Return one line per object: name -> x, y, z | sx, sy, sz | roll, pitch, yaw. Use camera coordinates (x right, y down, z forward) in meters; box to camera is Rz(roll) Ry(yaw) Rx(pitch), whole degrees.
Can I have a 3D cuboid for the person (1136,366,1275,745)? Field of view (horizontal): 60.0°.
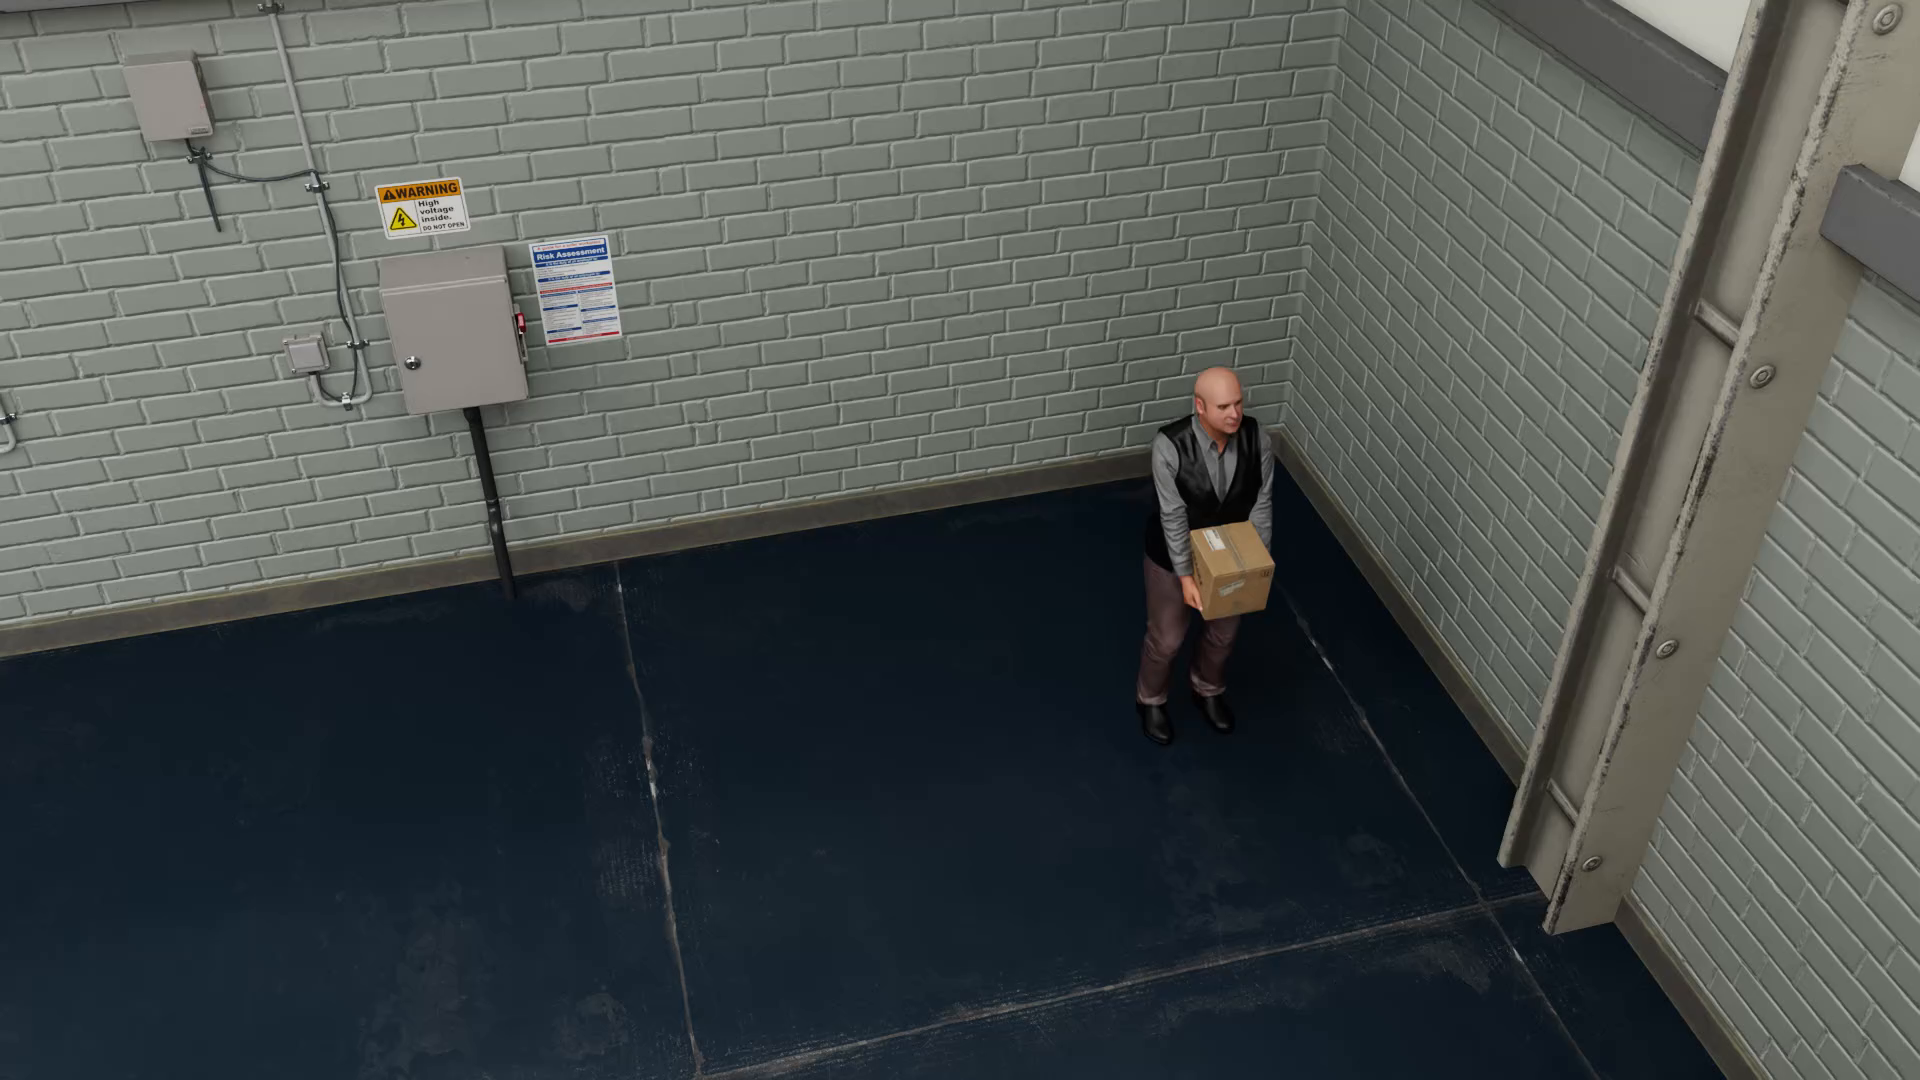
person -> 0.990, 0.116, 6.590 | 0.495, 1.720, 0.550 | -10, 39, -12
